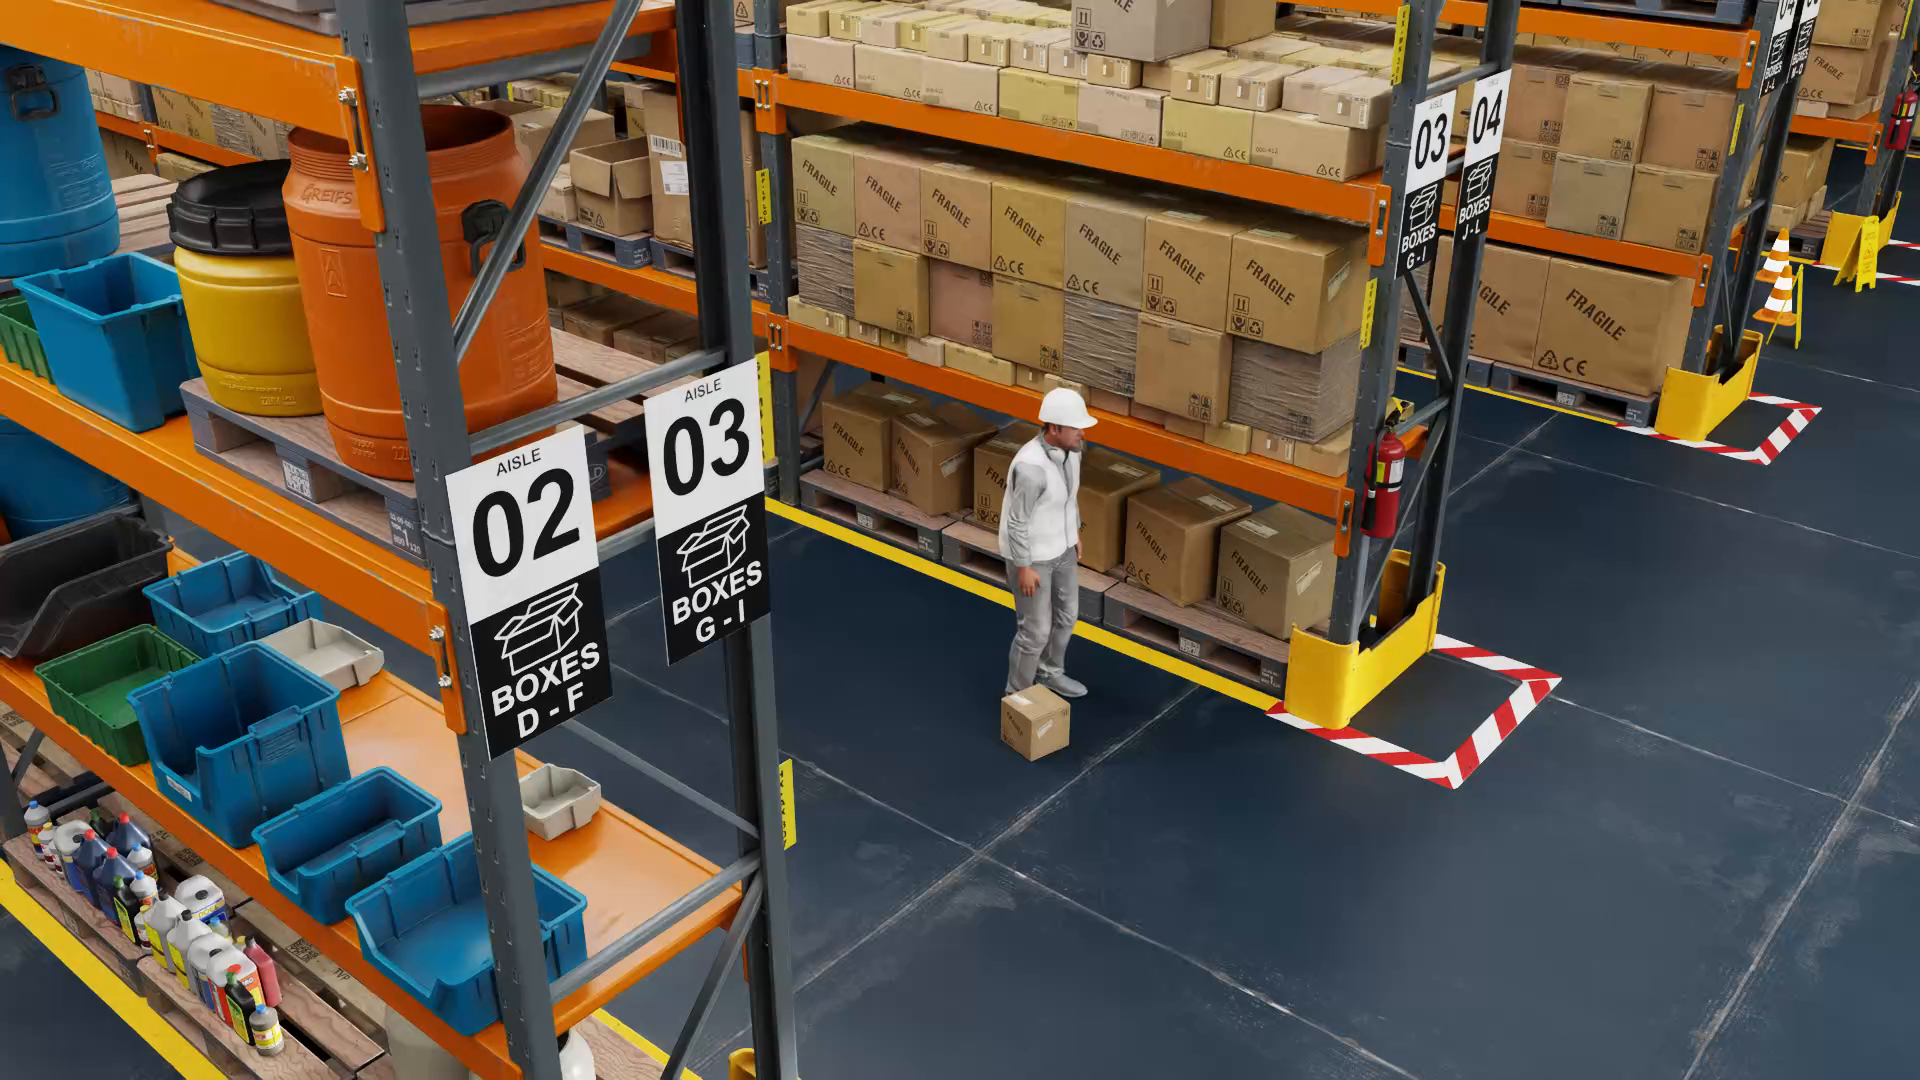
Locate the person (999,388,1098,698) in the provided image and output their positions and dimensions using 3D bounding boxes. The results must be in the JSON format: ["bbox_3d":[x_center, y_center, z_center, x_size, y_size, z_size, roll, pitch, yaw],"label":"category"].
[{"bbox_3d":[0.443,0.054,8.484,0.464,1.771,0.593,17,32,30],"label":"person"}]
